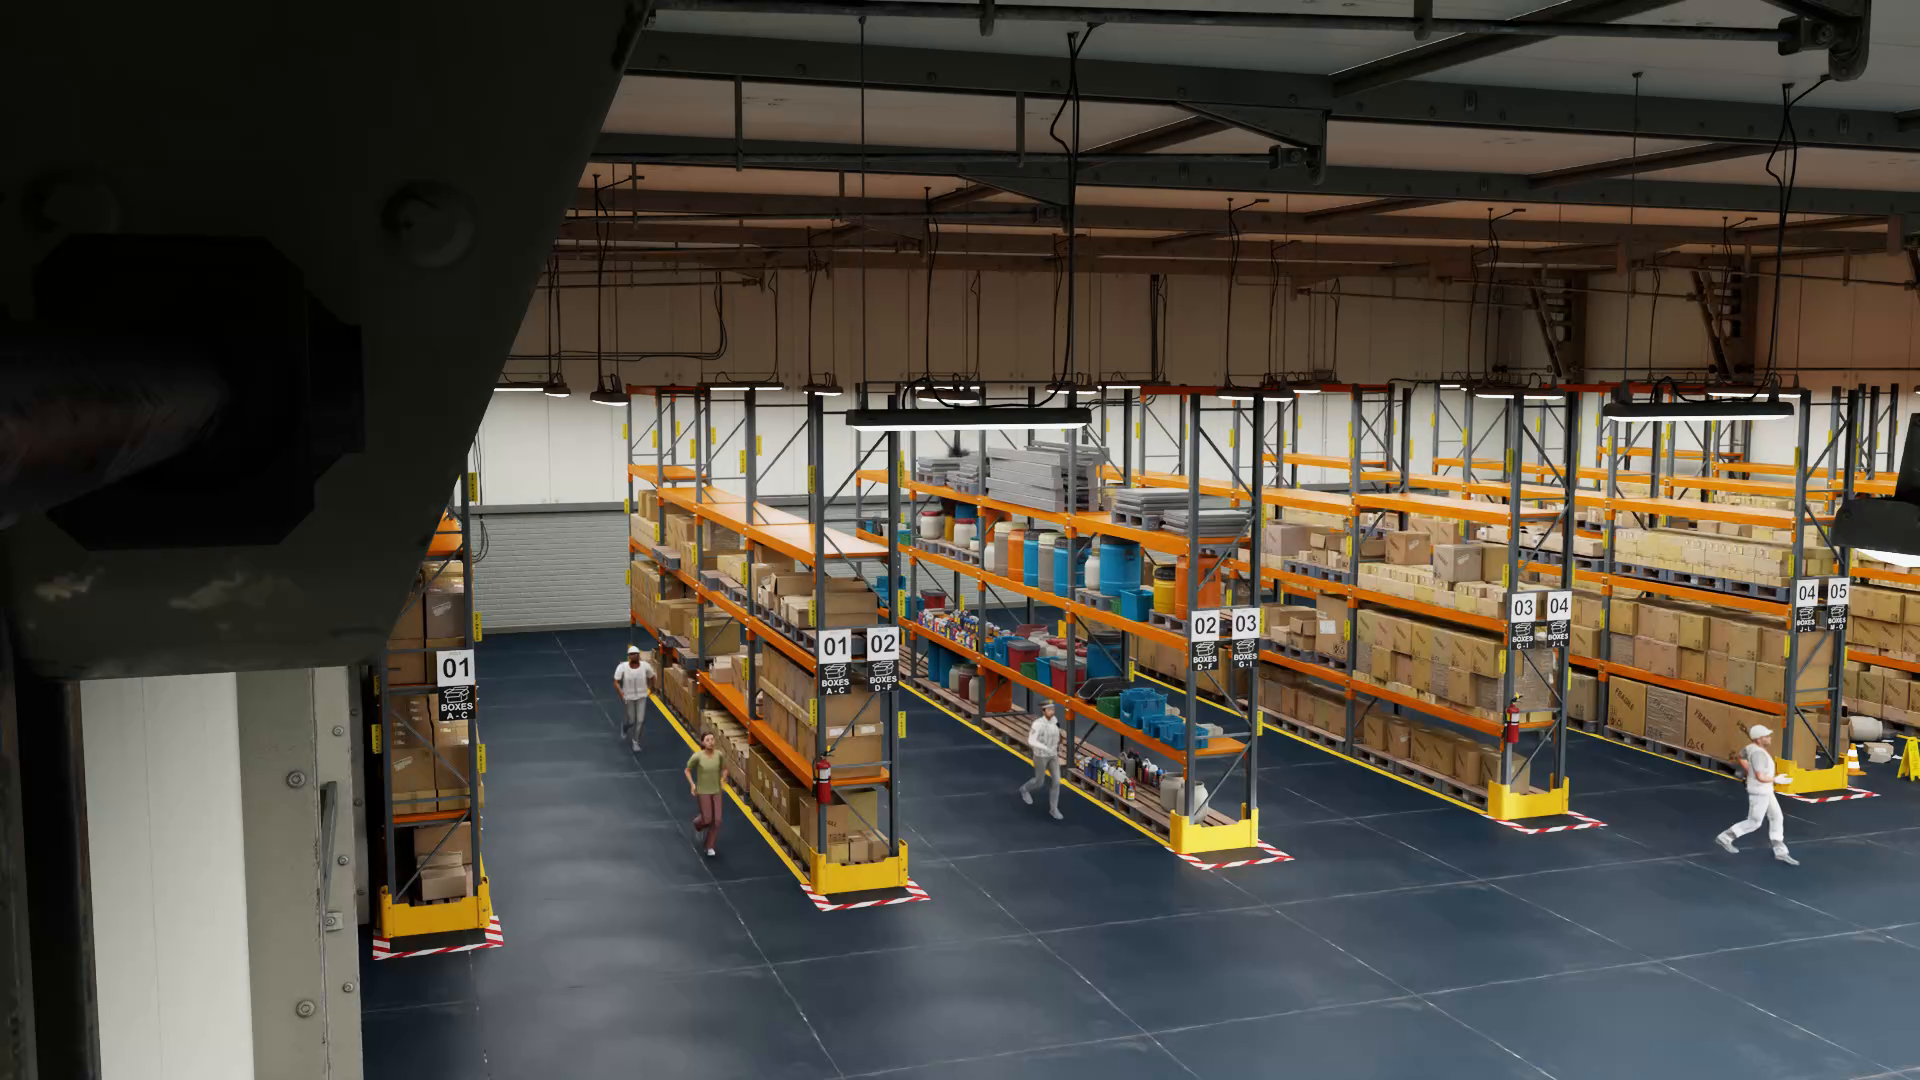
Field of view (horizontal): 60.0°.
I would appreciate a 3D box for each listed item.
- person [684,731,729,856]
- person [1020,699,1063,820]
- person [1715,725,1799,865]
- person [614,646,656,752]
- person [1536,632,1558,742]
[{"bbox_3d":[-3.275,3.289,21.689,0.580,1.620,0.558,-3,6,-25],"label":"person"},{"bbox_3d":[1.187,3.066,23.626,0.601,1.690,0.872,-4,7,-33],"label":"person"},{"bbox_3d":[10.250,3.246,21.312,0.993,1.787,0.670,3,6,25],"label":"person"},{"bbox_3d":[-5.412,2.618,27.735,0.698,1.741,0.662,-2,6,-18],"label":"person"},{"bbox_3d":[9.993,2.485,28.607,0.667,1.821,0.816,-2,6,-18],"label":"person"}]
